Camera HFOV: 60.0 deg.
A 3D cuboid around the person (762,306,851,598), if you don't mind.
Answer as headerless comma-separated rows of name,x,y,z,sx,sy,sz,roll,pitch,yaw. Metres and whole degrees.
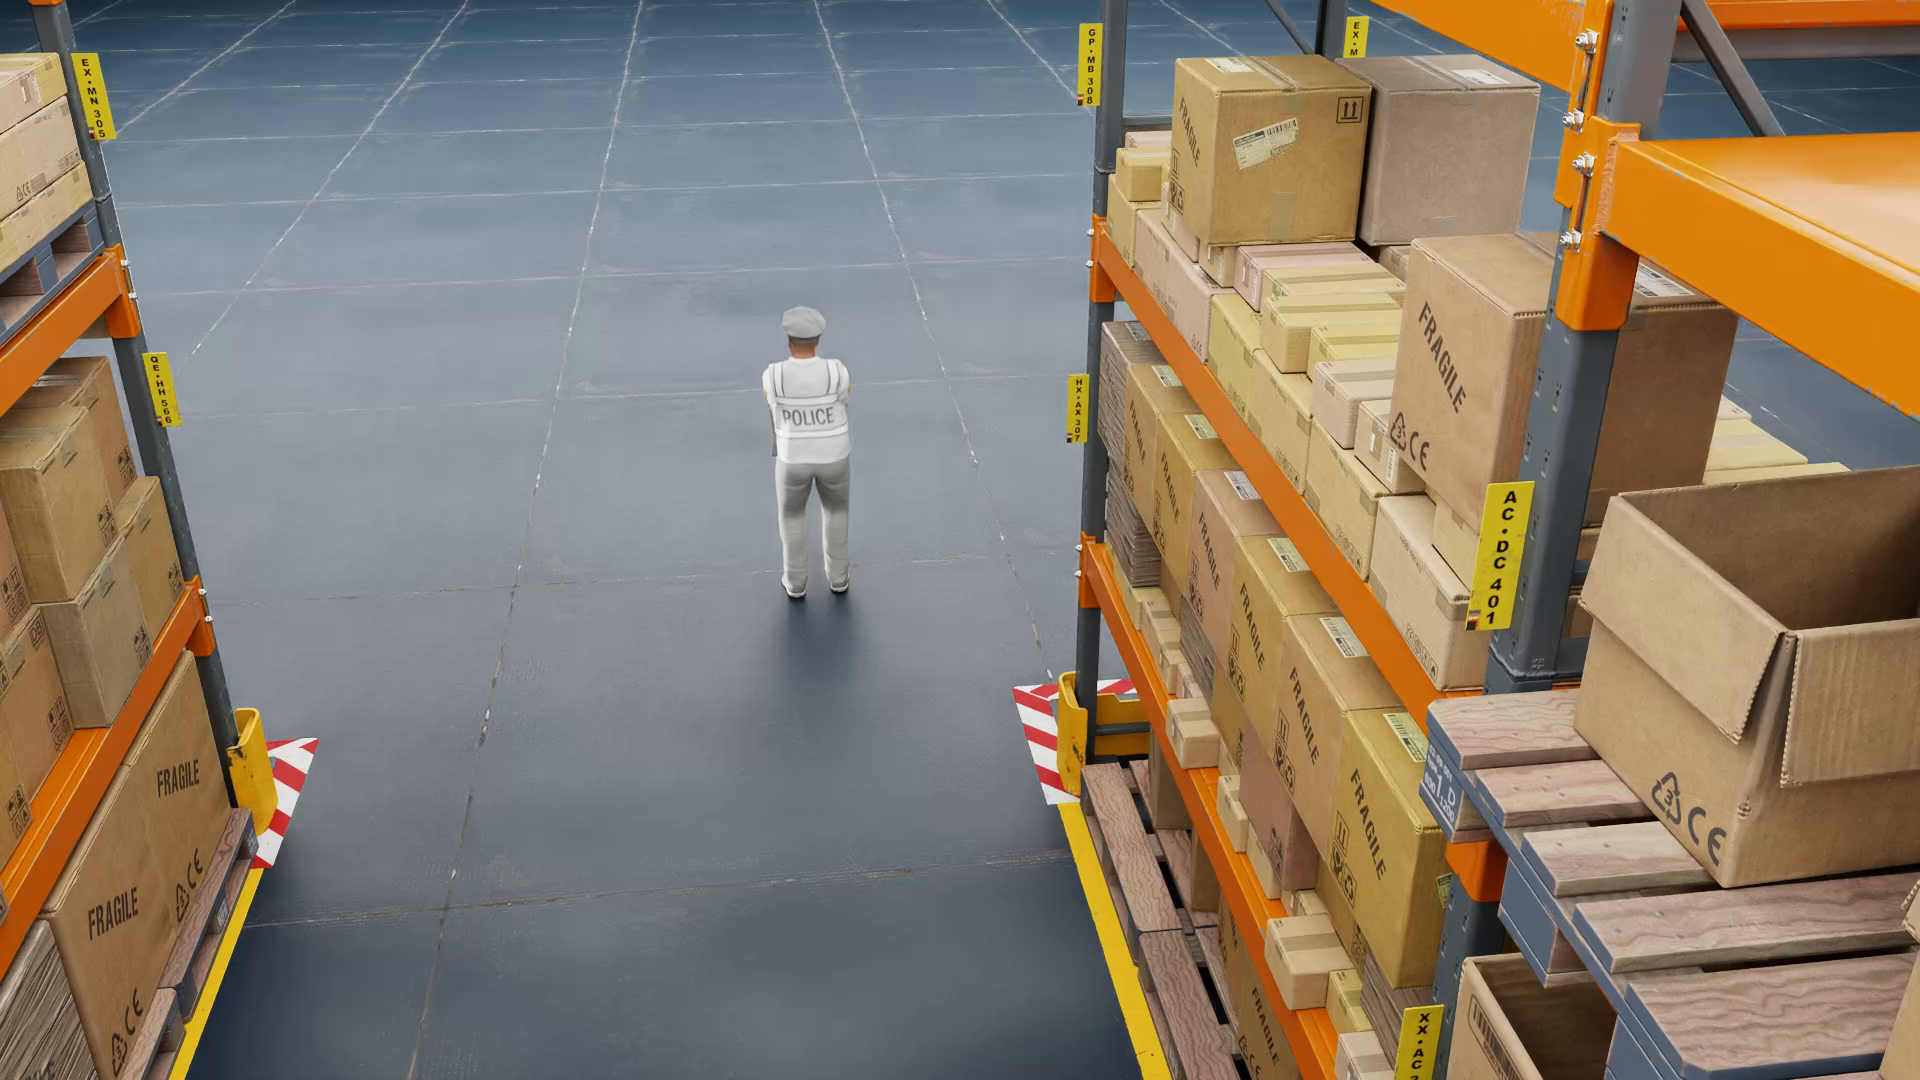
person,-0.875,-0.529,9.634,0.492,1.770,0.565,-3,27,-7
